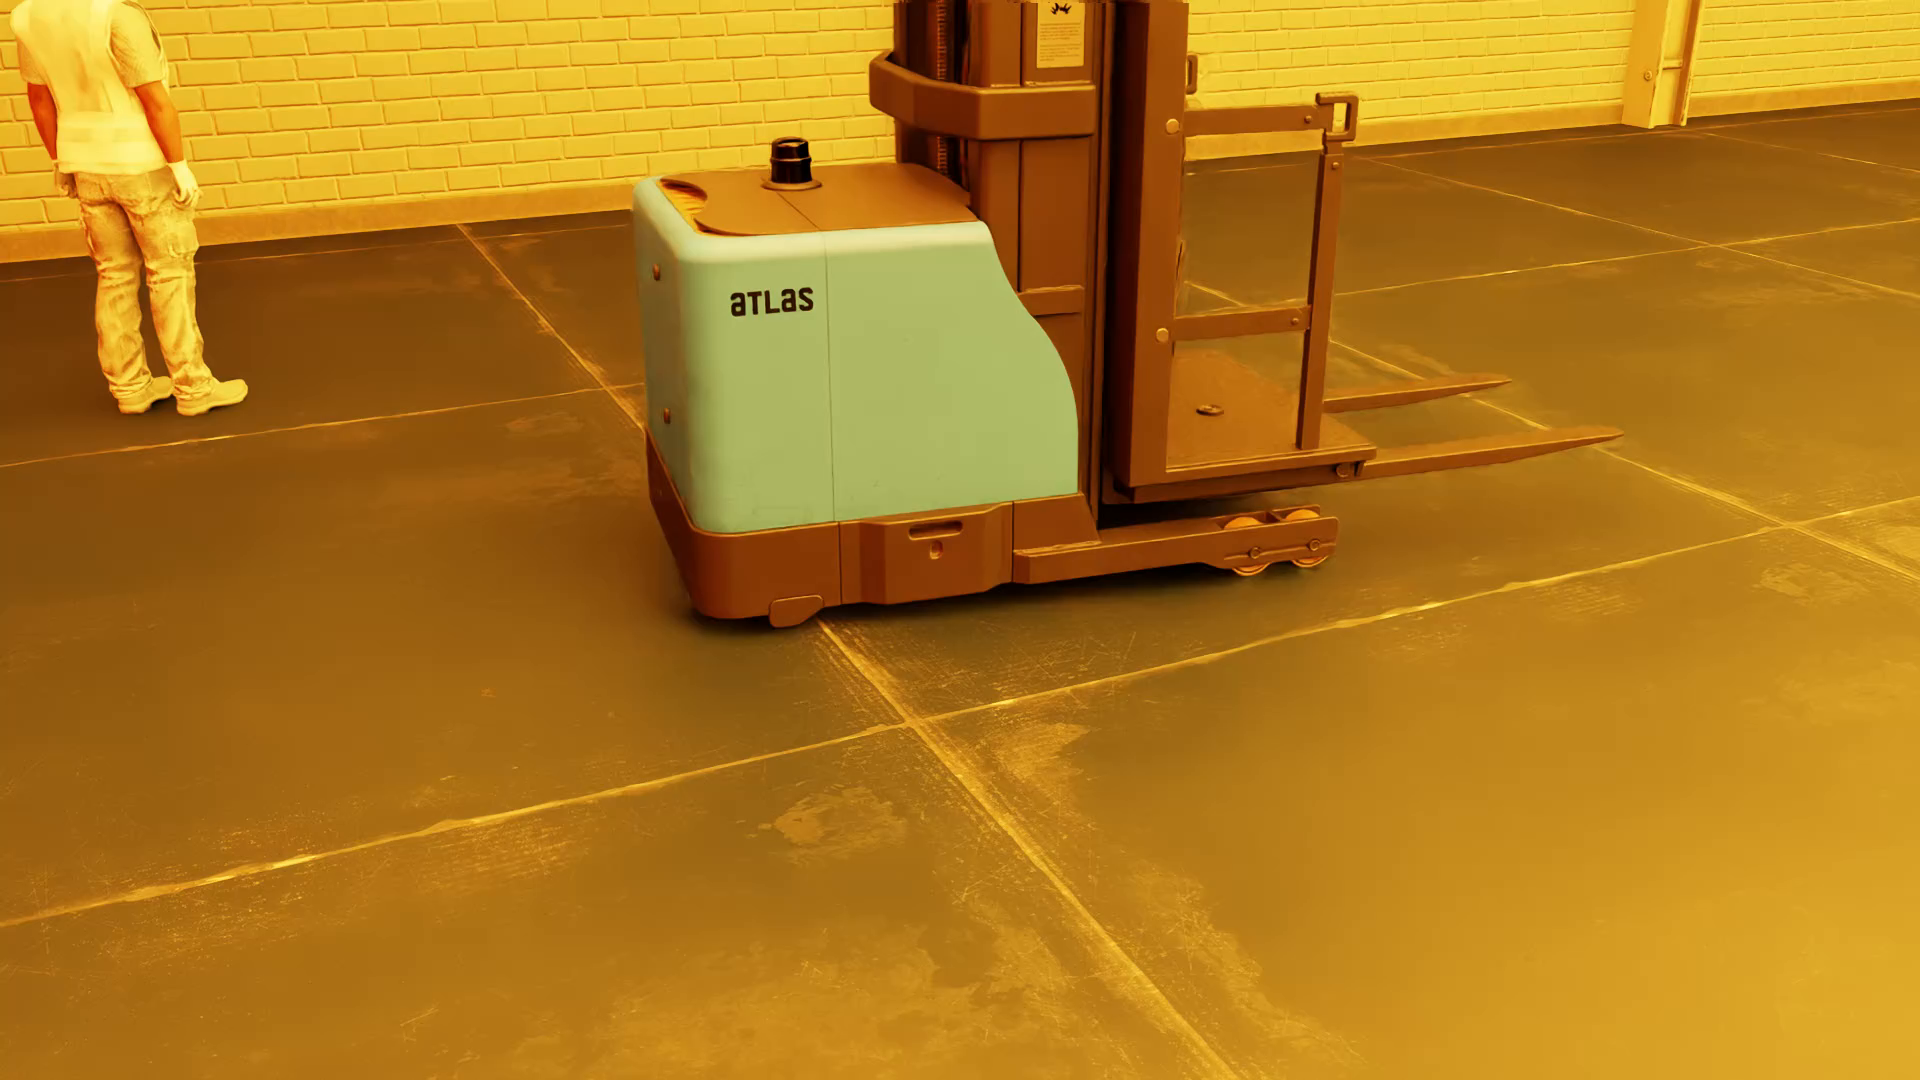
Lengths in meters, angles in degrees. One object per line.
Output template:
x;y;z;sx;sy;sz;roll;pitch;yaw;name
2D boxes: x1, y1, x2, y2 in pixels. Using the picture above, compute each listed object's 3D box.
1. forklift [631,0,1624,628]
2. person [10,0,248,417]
0.599;-1.435;4.742;3.031;2.935;1.130;-7;24;-16;forklift
-3.006;-1.340;6.007;0.577;1.789;0.375;6;23;13;person
